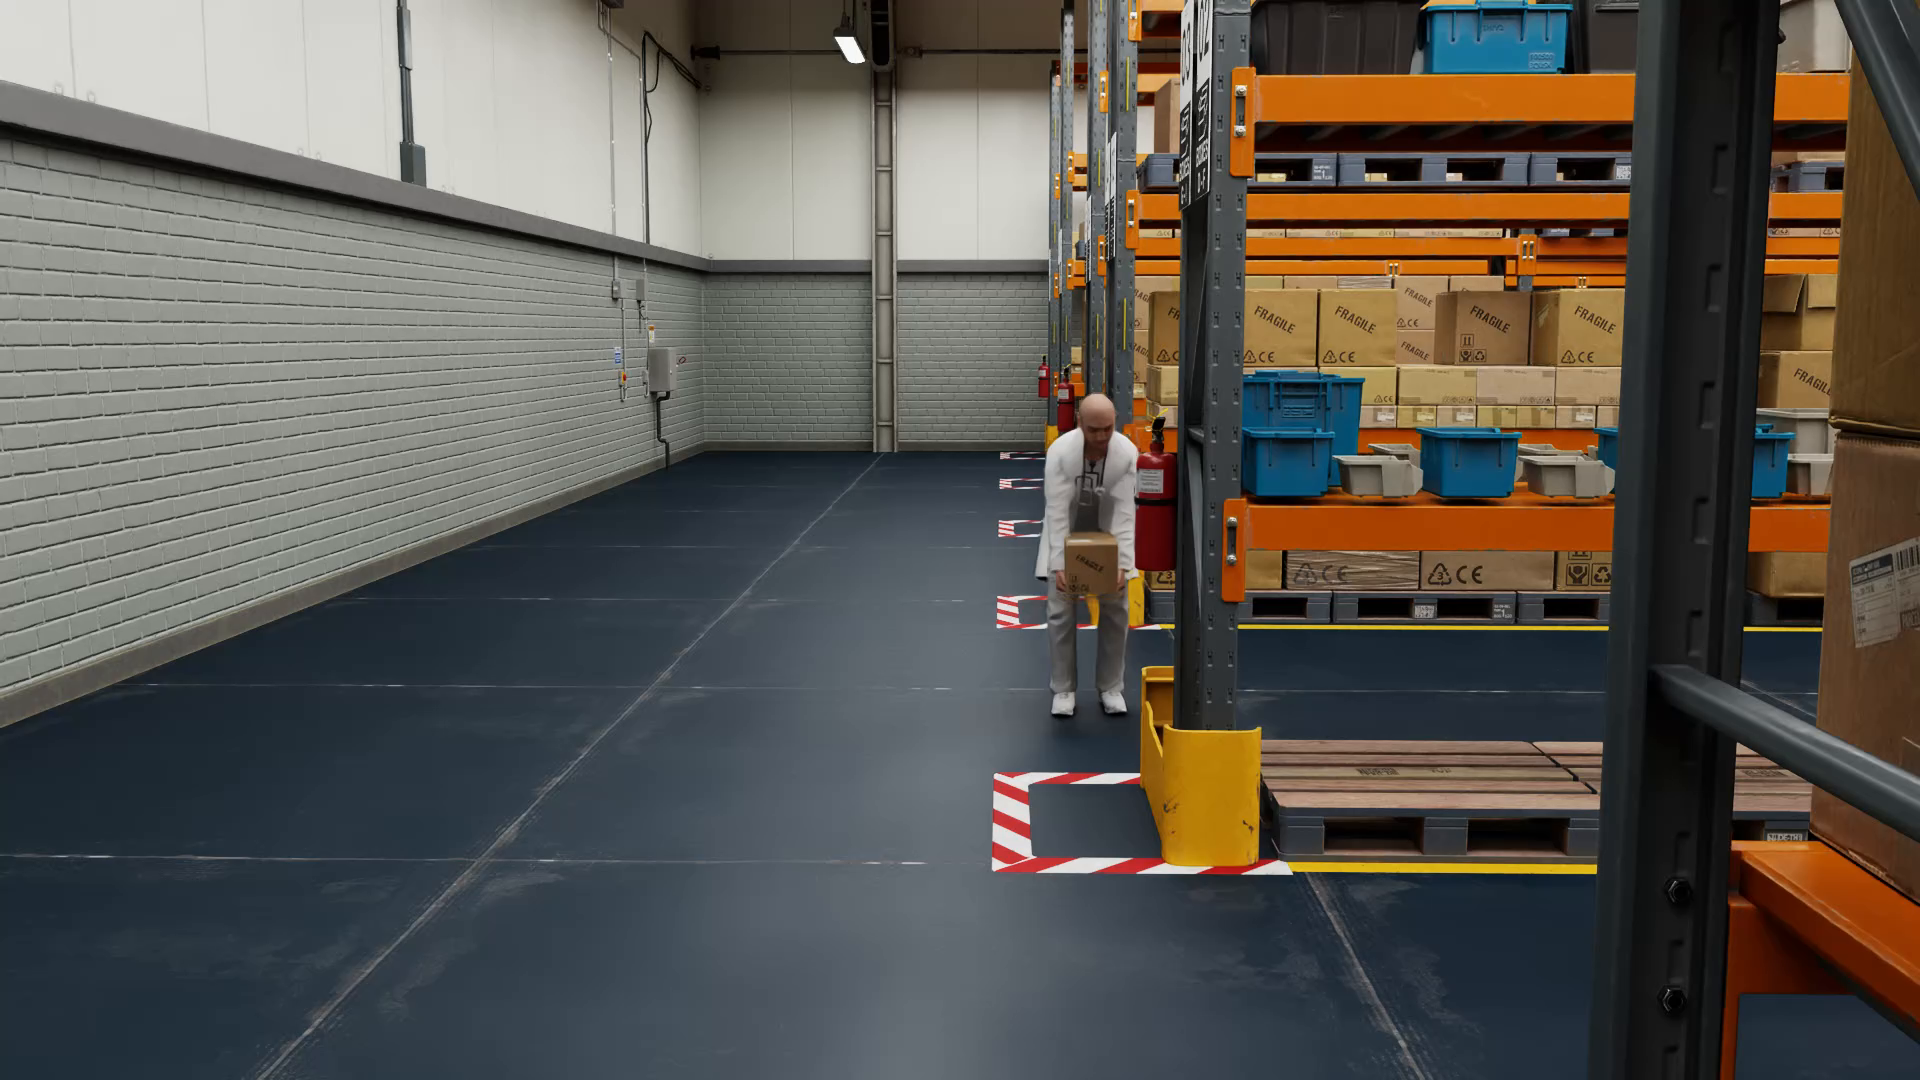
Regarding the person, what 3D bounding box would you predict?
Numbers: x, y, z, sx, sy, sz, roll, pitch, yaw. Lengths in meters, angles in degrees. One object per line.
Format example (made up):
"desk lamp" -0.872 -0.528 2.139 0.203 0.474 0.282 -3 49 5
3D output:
"person" 0.647 0.075 8.336 0.540 1.633 0.697 0 7 0
